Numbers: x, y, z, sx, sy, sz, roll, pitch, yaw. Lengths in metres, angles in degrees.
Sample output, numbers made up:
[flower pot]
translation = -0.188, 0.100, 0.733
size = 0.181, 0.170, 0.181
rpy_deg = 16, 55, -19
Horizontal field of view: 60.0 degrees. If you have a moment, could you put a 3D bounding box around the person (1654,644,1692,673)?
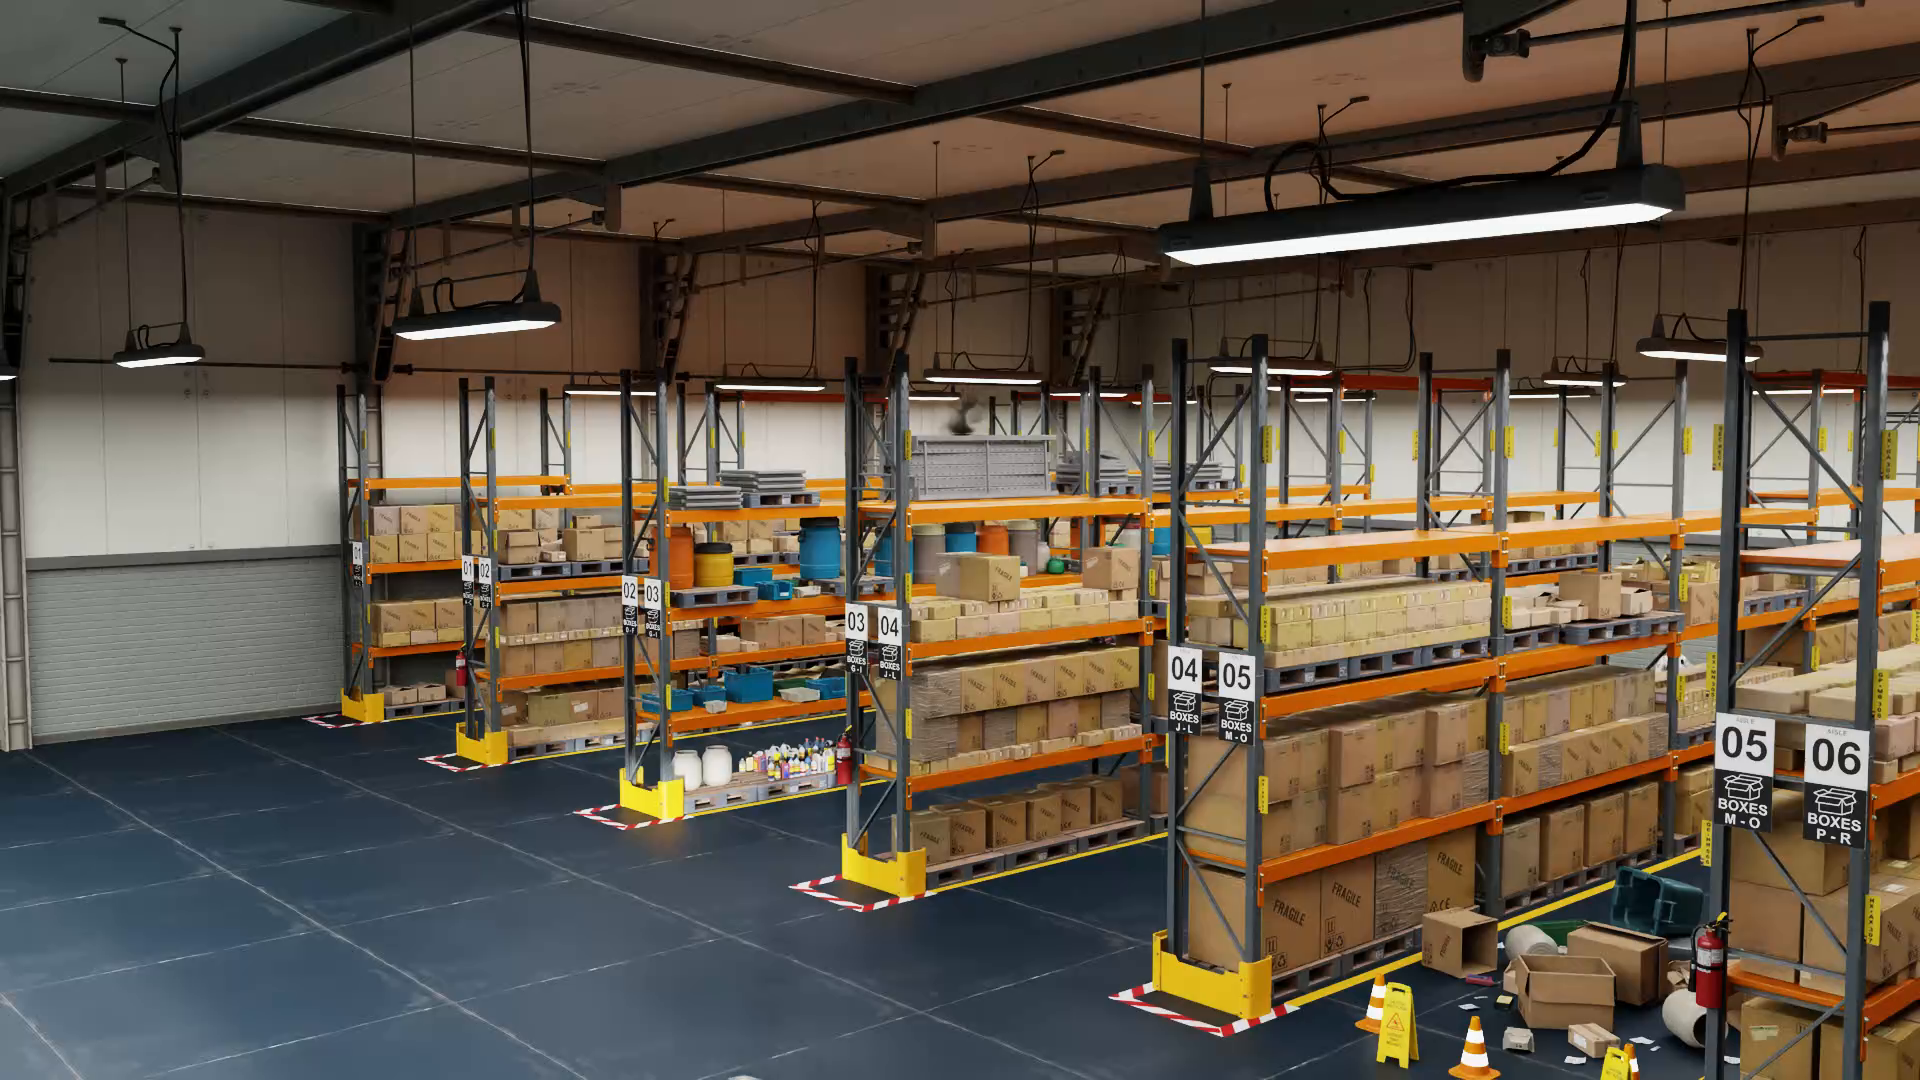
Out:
[person]
translation = 12.056, 2.484, 28.138
size = 0.614, 1.640, 0.666
rpy_deg = 2, 4, 22
